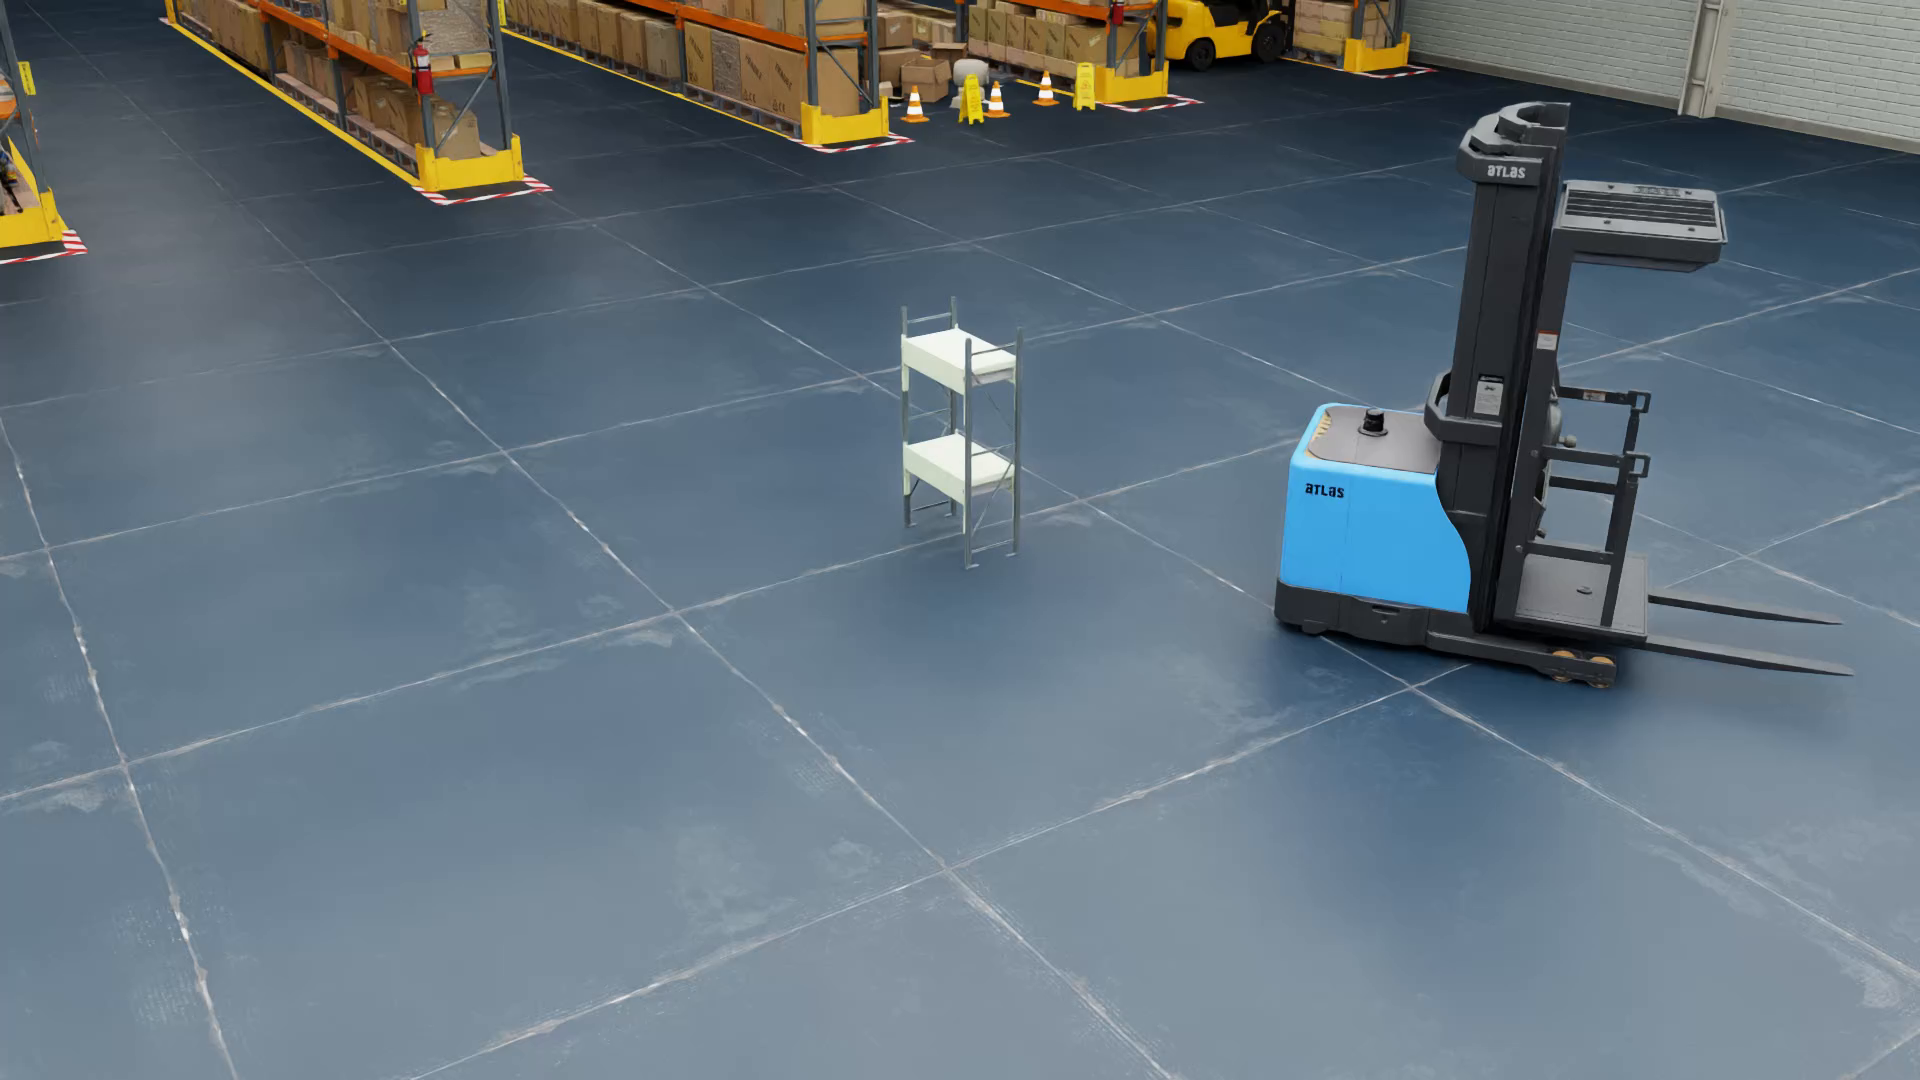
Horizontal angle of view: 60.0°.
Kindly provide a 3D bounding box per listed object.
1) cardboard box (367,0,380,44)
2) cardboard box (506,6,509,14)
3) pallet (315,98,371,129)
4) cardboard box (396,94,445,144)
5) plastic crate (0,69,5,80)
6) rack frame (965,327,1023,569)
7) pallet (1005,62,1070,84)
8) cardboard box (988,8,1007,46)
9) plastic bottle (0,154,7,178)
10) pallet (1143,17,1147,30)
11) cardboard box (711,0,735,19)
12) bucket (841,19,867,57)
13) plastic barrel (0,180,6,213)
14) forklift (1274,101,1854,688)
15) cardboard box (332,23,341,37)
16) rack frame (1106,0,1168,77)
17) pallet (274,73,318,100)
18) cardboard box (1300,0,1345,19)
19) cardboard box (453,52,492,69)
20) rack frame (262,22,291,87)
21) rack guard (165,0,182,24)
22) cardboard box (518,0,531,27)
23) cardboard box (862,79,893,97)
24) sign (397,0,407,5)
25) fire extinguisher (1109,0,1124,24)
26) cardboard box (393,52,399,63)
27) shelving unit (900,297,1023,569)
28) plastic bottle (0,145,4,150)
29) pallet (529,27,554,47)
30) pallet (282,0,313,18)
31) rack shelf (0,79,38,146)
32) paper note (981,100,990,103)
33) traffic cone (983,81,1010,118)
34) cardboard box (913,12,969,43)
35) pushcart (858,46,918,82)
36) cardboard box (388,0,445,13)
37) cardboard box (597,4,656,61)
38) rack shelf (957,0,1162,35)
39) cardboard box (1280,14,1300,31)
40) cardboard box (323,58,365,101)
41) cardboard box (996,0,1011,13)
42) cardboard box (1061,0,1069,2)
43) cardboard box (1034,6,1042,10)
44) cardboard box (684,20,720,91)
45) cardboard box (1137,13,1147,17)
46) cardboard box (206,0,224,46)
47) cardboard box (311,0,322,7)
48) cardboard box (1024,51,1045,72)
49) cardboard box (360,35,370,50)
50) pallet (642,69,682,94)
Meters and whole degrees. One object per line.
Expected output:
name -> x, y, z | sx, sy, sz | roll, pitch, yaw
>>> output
cardboard box -> -6.621, -6.285, 20.085 | 0.875, 0.500, 0.500 | -16, 29, -30
cardboard box -> -8.573, -9.936, 31.132 | 0.380, 0.149, 0.250 | -15, 29, -29
pallet -> -8.343, -6.011, 23.235 | 1.003, 0.211, 1.213 | -16, 29, -30
cardboard box -> -6.741, -5.284, 20.865 | 0.500, 0.500, 0.500 | -13, 28, -25
plastic crate -> -10.968, -5.198, 18.557 | 0.530, 0.136, 0.437 | -16, 29, -30
rack frame -> 0.203, -0.545, 10.147 | 0.400, 1.500, 0.023 | -16, 29, -30
pallet -> 1.453, -7.373, 26.121 | 1.003, 0.211, 1.213 | -16, 29, -30
cardboard box -> 0.784, -8.126, 26.300 | 0.500, 0.500, 0.500 | -14, 29, -28
plastic bottle -> -10.853, -4.253, 18.927 | 0.097, 0.271, 0.097 | 0, 25, 0
pallet -> 4.108, -9.455, 30.530 | 1.003, 0.211, 1.213 | -16, 29, -30
cardboard box -> -2.979, -7.640, 23.244 | 0.875, 0.550, 0.550 | -16, 29, -30
bucket -> -1.700, -7.809, 25.832 | 0.726, 0.611, 0.620 | -6, 16, -12
plastic barrel -> -10.306, -3.691, 17.477 | 0.421, 0.512, 0.421 | 0, 25, 0
forklift -> 3.396, -0.778, 8.964 | 3.031, 2.935, 1.130 | 9, 27, 19
cardboard box -> -7.926, -6.640, 21.597 | 0.380, 0.149, 0.250 | -16, 29, -30
rack frame -> 2.570, -7.872, 23.912 | 1.000, 3.000, 0.127 | -16, 29, -30
pallet -> -9.675, -6.883, 25.084 | 1.003, 0.211, 1.213 | -16, 29, -30
cardboard box -> 5.930, -8.702, 27.228 | 0.500, 0.250, 0.500 | -15, 29, -29
cardboard box -> -5.689, -5.607, 19.407 | 0.380, 0.149, 0.250 | -16, 29, -30
rack frame -> -10.100, -8.424, 25.081 | 1.000, 3.000, 0.127 | -16, 29, -30
rack guard -> -14.481, -10.164, 31.695 | 1.175, 0.500, 0.348 | -16, 29, -30
cardboard box -> -7.602, -9.519, 29.837 | 0.500, 0.500, 0.500 | -14, 29, -27
cardboard box -> -1.225, -6.691, 24.613 | 0.396, 0.266, 0.258 | -10, 27, -21
sign -> -6.209, -6.107, 18.447 | 0.100, 0.325, 0.005 | -16, 29, -30
fire extinguisher -> 2.246, -7.689, 23.614 | 0.296, 0.674, 0.183 | -16, 29, -30
cardboard box -> -6.501, -5.763, 19.738 | 0.380, 0.149, 0.250 | -16, 29, -30
shelving unit -> 0.004, -0.676, 10.425 | 0.431, 1.500, 0.755 | -16, 29, -30
plastic bottle -> -11.193, -4.493, 19.341 | 0.144, 0.351, 0.185 | -16, 29, -30
pallet -> -6.977, -8.999, 29.565 | 1.003, 0.211, 1.213 | -16, 29, -30
pallet -> -8.986, -7.639, 23.643 | 1.003, 0.211, 1.213 | -16, 29, -30
rack shelf -> -10.975, -4.799, 18.244 | 1.077, 0.370, 4.000 | -16, 29, -30
paper note -> 0.386, -6.404, 24.280 | 0.142, 0.019, 0.148 | 18, 31, 33
traffic cone -> 0.510, -6.198, 23.337 | 0.336, 0.463, 0.334 | -16, 29, -30
cardboard box -> -0.298, -8.748, 28.353 | 0.950, 0.372, 0.625 | -14, 28, -26
pushcart -> -1.497, -7.568, 26.339 | 0.936, 0.377, 1.648 | 18, 31, 33
cardboard box -> -6.241, -6.334, 19.016 | 0.500, 0.500, 0.500 | -16, 29, -30
cardboard box -> -5.152, -8.166, 26.677 | 1.050, 0.750, 0.750 | -15, 29, -29
rack shelf -> 1.478, -8.262, 25.581 | 1.077, 0.370, 4.000 | -16, 29, -30
cardboard box -> 5.635, -8.666, 27.737 | 0.500, 0.250, 0.500 | -16, 30, -31
cardboard box -> -8.479, -6.462, 23.337 | 0.700, 0.500, 0.500 | -16, 29, -30
cardboard box -> 0.782, -8.366, 26.049 | 0.380, 0.149, 0.250 | -14, 29, -28
cardboard box -> 1.667, -8.089, 24.666 | 0.380, 0.149, 0.250 | -15, 29, -29
cardboard box -> 1.213, -8.258, 26.580 | 0.500, 0.500, 0.500 | -15, 29, -29
cardboard box -> -3.421, -7.101, 24.276 | 0.875, 0.875, 0.875 | -15, 29, -29
cardboard box -> 3.832, -10.040, 30.795 | 0.875, 0.625, 0.625 | -16, 30, -30
cardboard box -> -11.918, -8.860, 28.001 | 1.225, 0.875, 0.875 | -15, 29, -29
cardboard box -> -8.233, -7.772, 22.504 | 1.000, 1.000, 1.000 | -15, 29, -29
cardboard box -> 1.337, -7.418, 25.679 | 0.500, 0.250, 0.500 | -17, 30, -31
cardboard box -> -7.222, -6.200, 20.663 | 0.380, 0.149, 0.250 | -16, 29, -30
pallet -> -4.190, -7.111, 25.565 | 1.003, 0.211, 1.213 | -16, 29, -30
